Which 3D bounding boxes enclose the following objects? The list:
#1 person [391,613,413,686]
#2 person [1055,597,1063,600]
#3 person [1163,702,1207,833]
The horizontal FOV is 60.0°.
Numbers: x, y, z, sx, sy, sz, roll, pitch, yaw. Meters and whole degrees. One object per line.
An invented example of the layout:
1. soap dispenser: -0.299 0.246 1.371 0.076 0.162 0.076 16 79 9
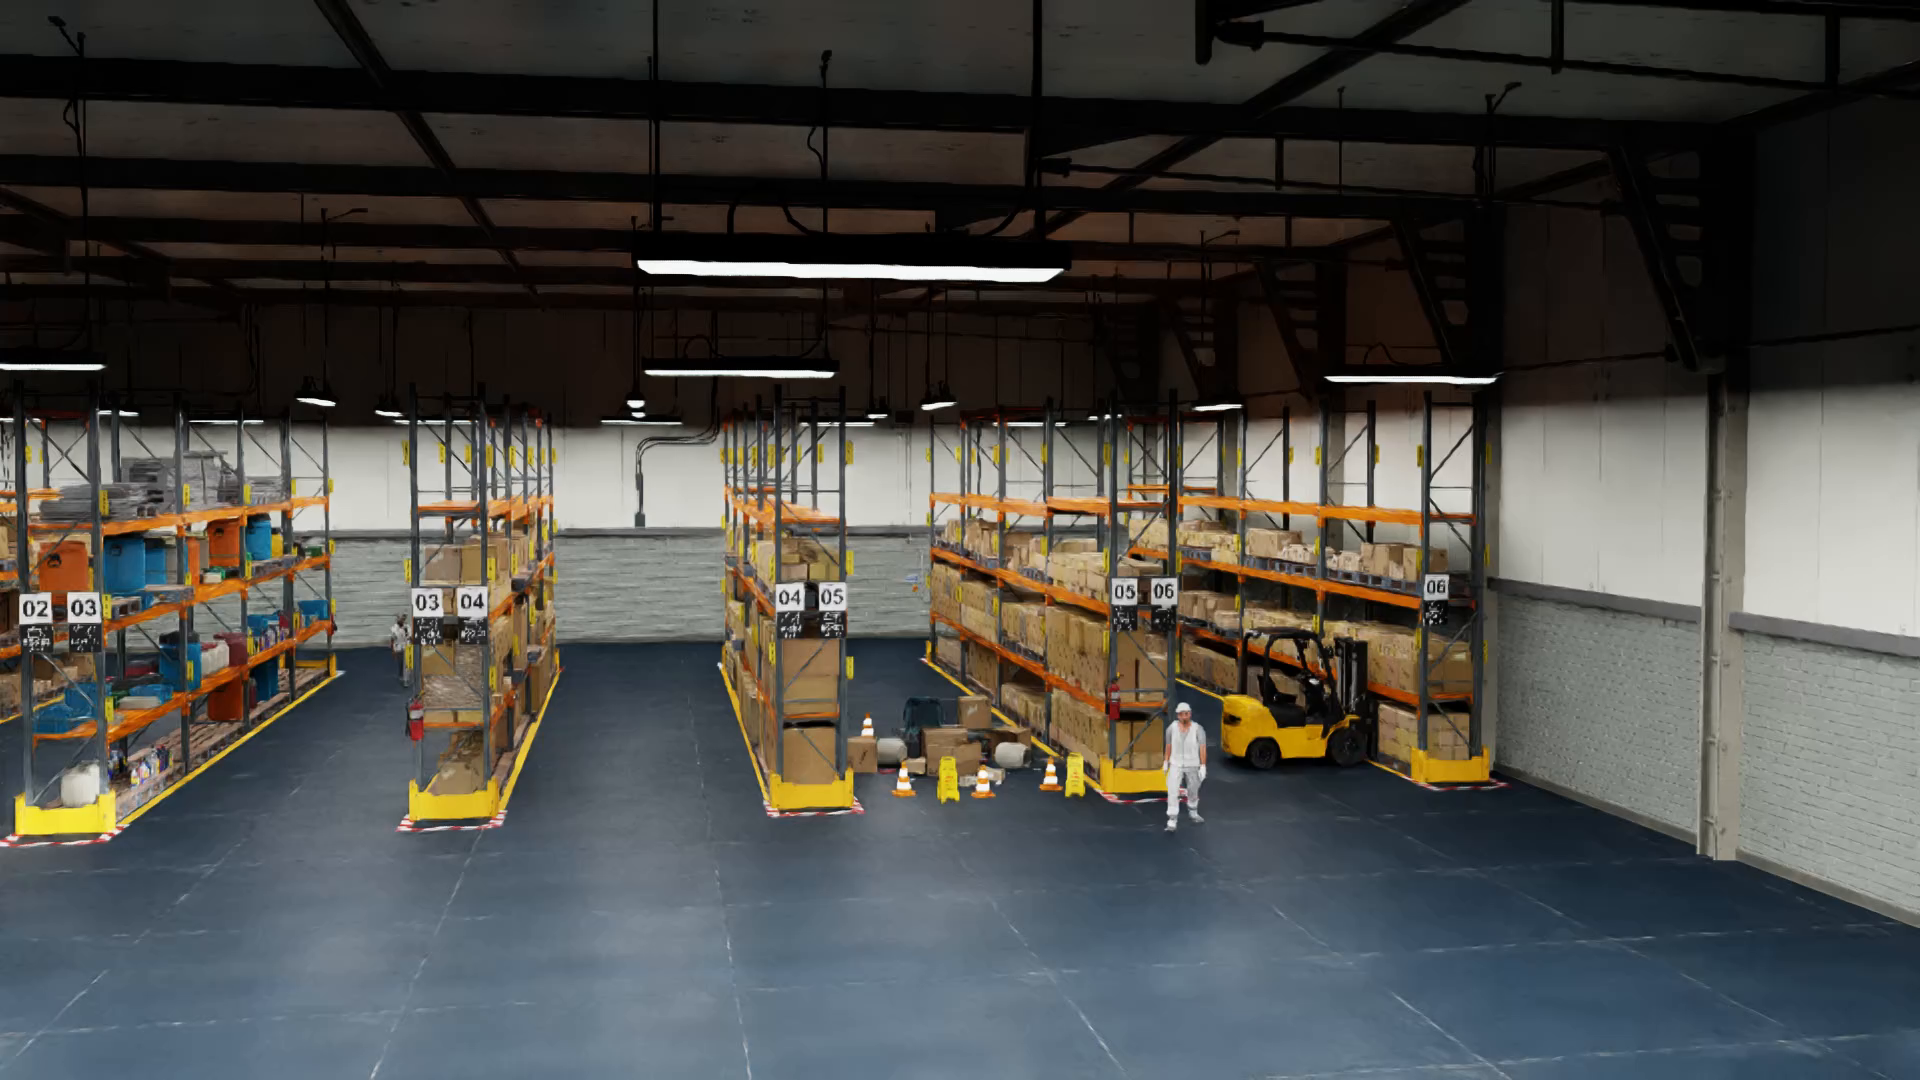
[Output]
1. person: -12.138 2.358 36.163 0.456 1.589 1.088 0 3 -9
2. person: 2.233 2.179 38.065 0.579 1.763 0.676 1 3 16
3. person: 3.002 3.016 22.238 0.596 1.739 0.987 1 3 11
